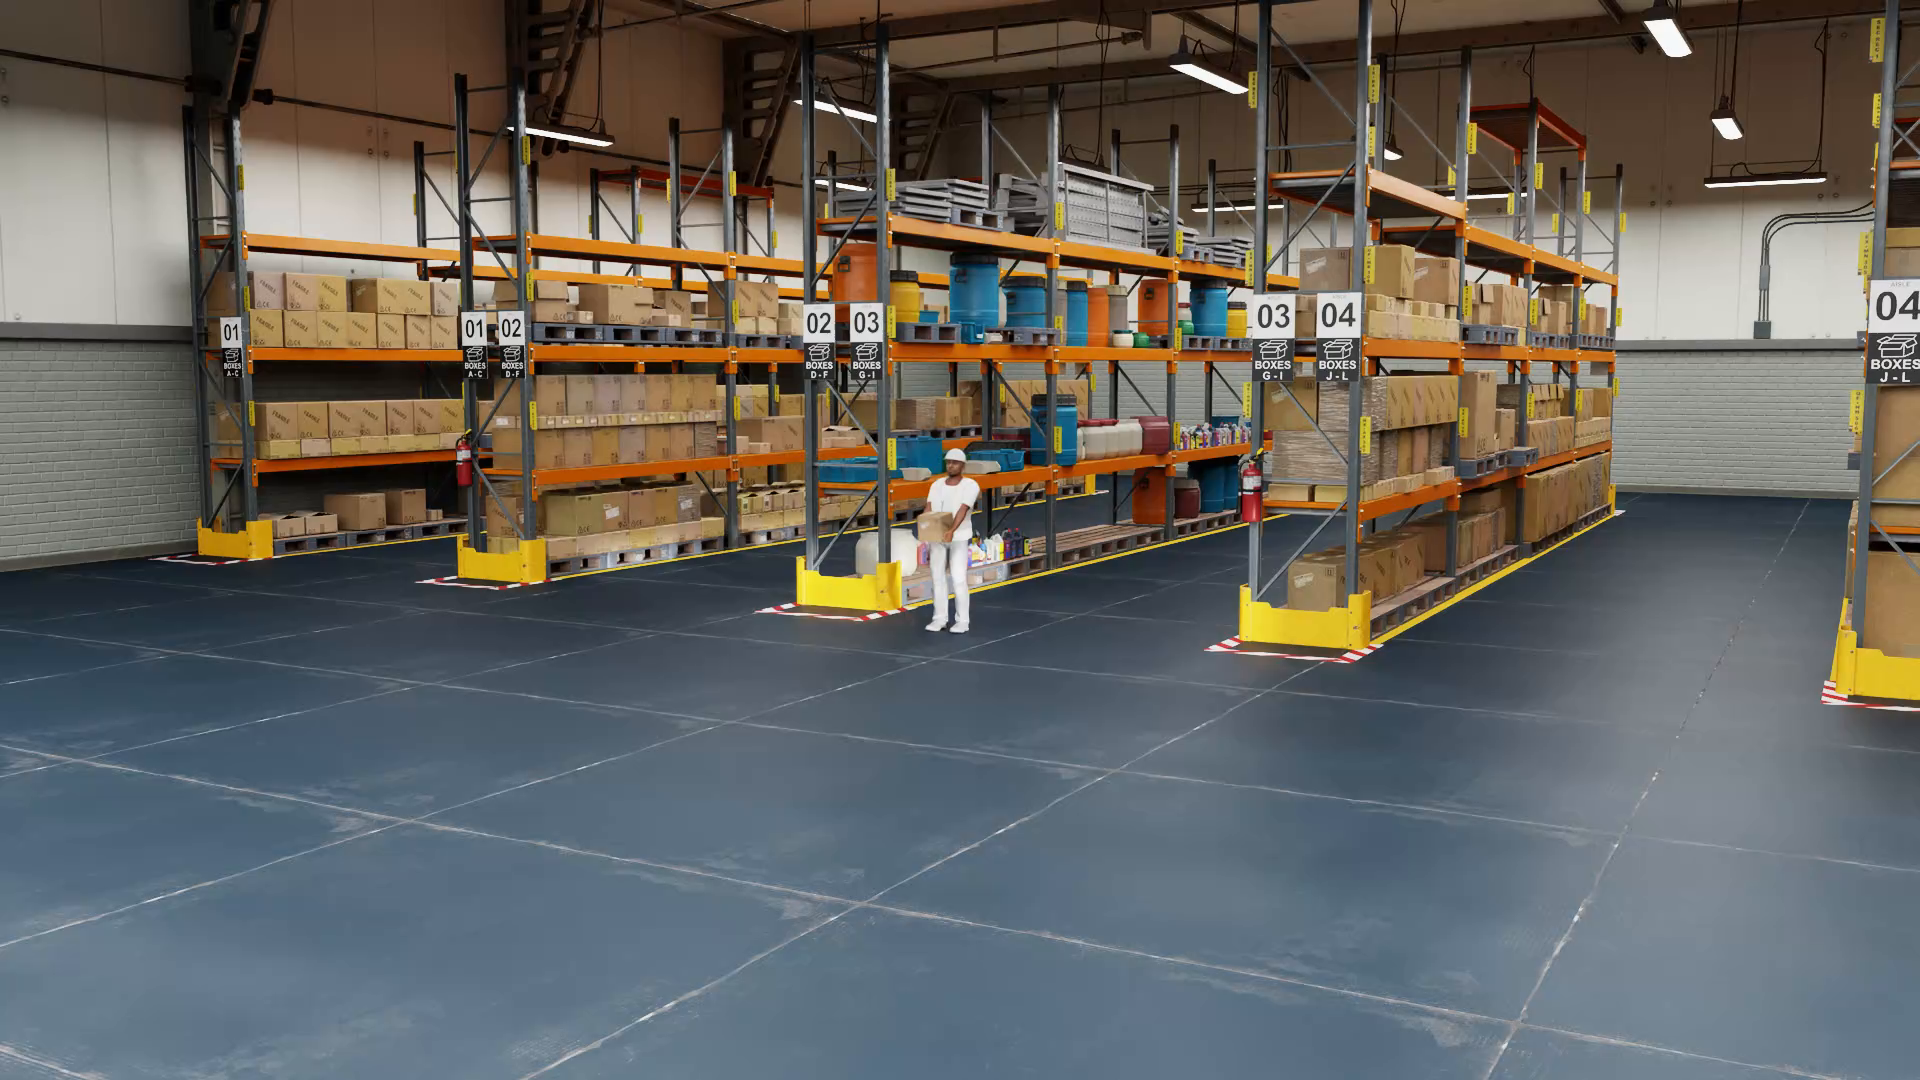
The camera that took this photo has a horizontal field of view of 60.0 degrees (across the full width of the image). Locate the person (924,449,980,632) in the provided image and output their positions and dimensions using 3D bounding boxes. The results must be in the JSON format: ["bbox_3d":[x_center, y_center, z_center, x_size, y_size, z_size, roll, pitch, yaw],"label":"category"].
[{"bbox_3d":[-0.126,0.011,15.954,0.503,1.758,0.577,3,7,29],"label":"person"}]
